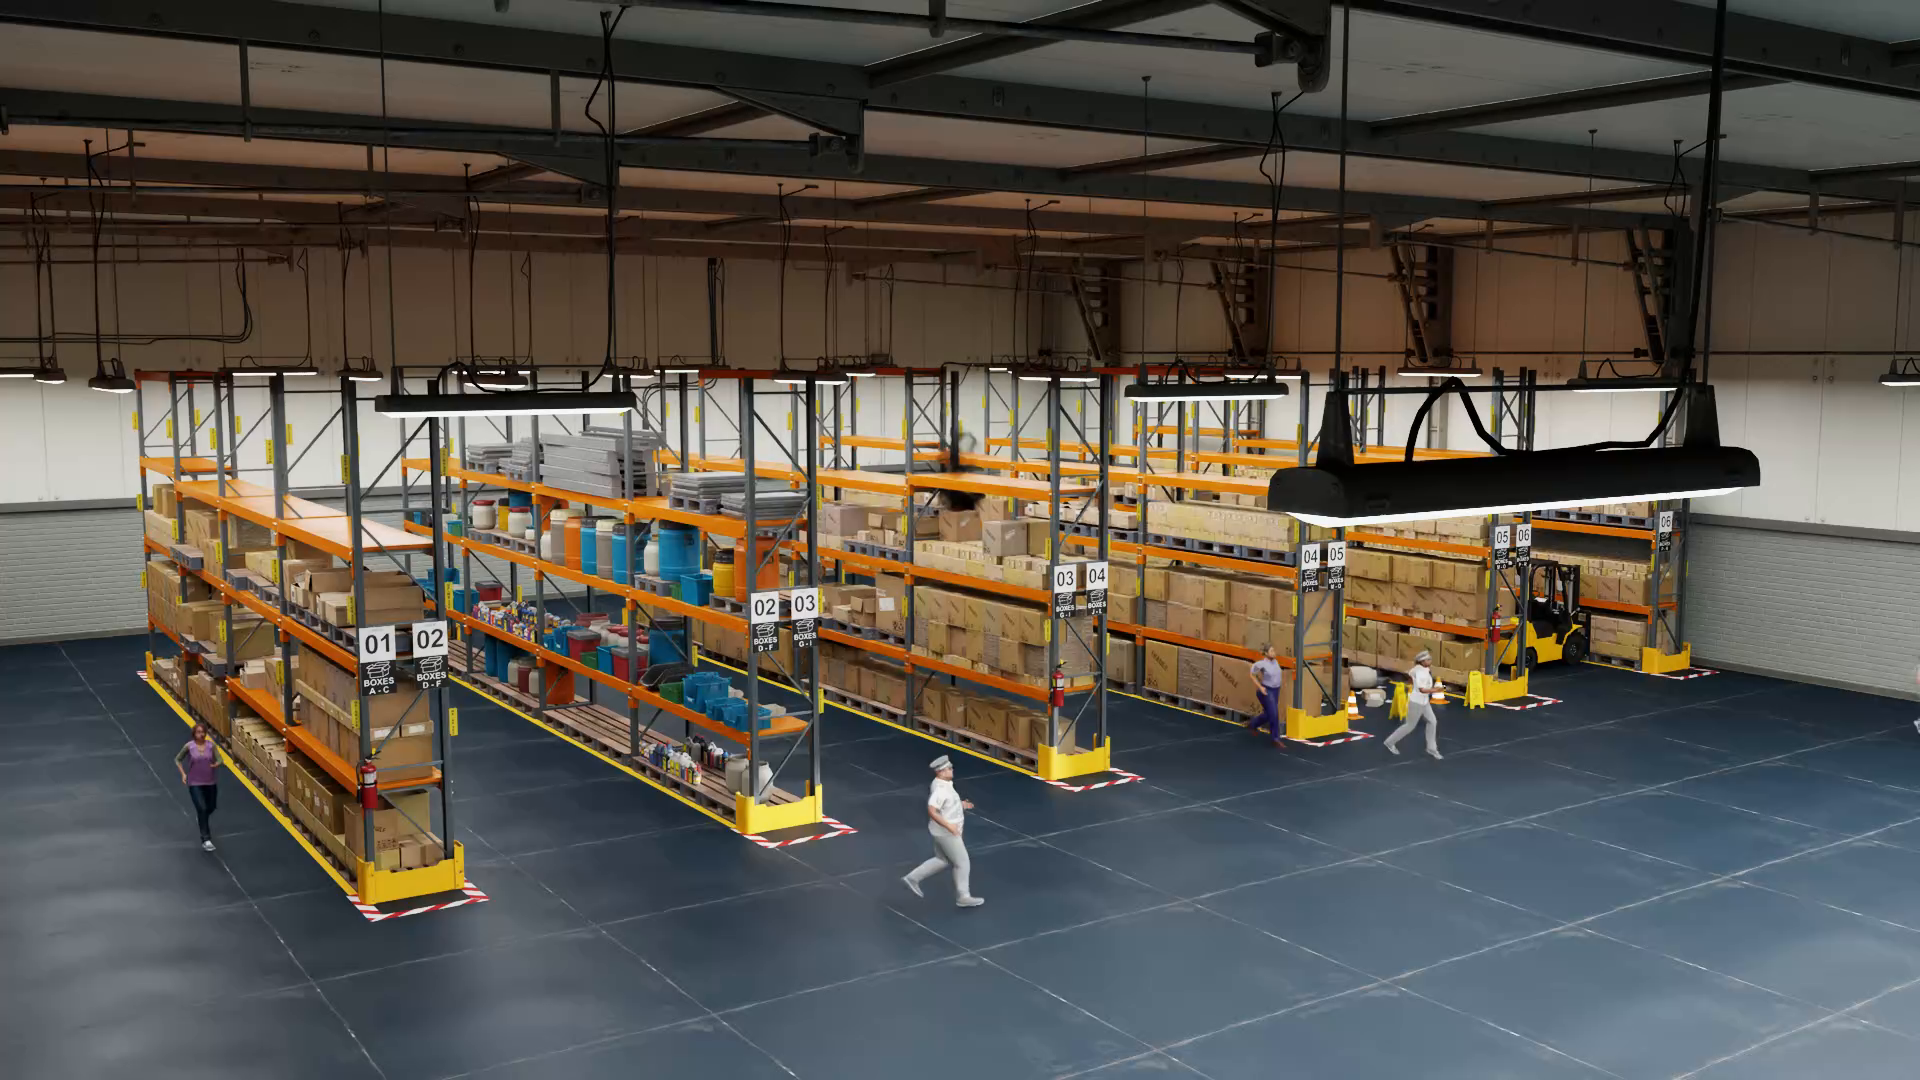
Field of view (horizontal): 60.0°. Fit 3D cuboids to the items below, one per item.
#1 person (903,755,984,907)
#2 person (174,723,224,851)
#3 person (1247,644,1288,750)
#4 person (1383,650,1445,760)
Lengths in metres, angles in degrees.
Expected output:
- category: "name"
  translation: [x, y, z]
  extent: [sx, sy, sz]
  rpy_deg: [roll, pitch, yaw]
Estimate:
- category: "person"
  translation: [-0.182, 3.313, 18.966]
  extent: [0.915, 1.752, 0.674]
  rpy_deg: [-1, 7, -9]
- category: "person"
  translation: [-9.730, 3.127, 21.330]
  extent: [0.543, 1.576, 0.866]
  rpy_deg: [-5, 8, -39]
- category: "person"
  translation: [4.950, 2.495, 26.811]
  extent: [0.849, 1.650, 0.611]
  rpy_deg: [6, 9, 43]
- category: "person"
  translation: [7.114, 2.566, 25.992]
  extent: [0.901, 1.736, 0.586]
  rpy_deg: [2, 7, 21]
